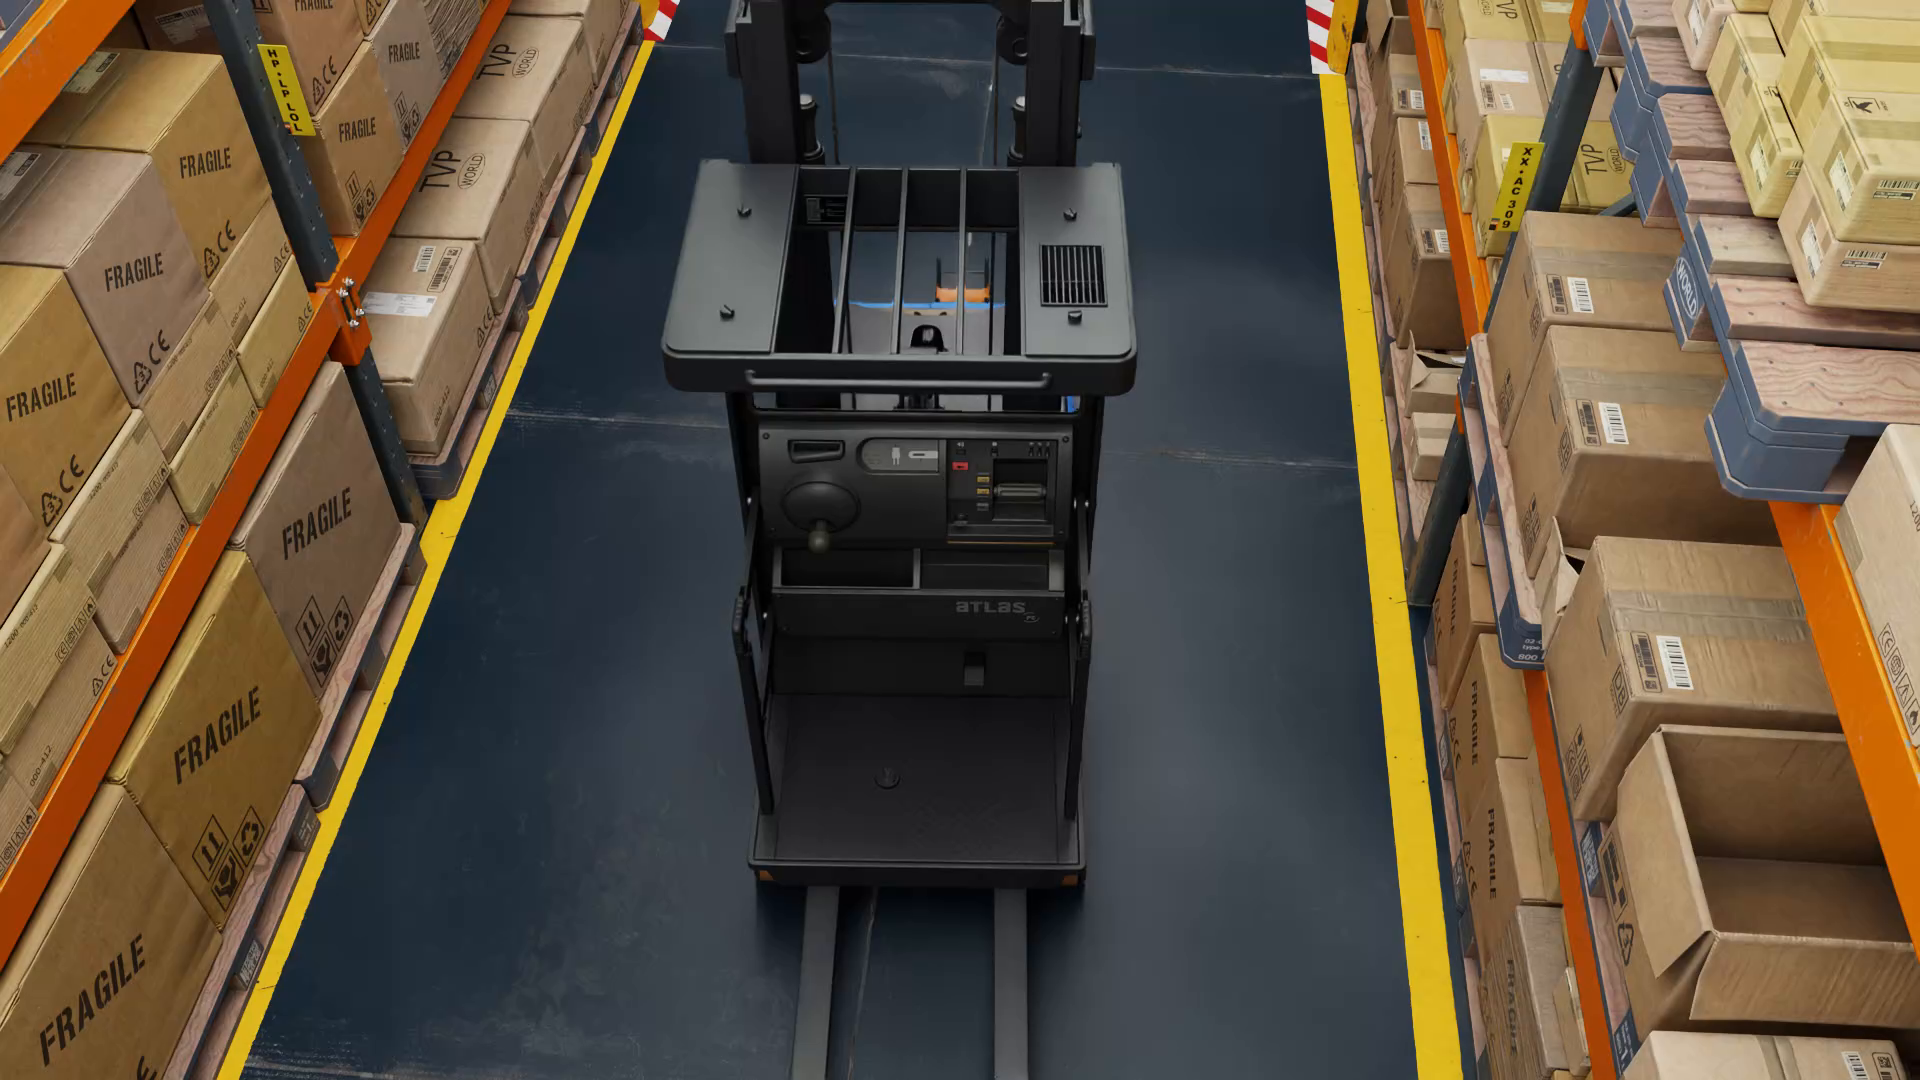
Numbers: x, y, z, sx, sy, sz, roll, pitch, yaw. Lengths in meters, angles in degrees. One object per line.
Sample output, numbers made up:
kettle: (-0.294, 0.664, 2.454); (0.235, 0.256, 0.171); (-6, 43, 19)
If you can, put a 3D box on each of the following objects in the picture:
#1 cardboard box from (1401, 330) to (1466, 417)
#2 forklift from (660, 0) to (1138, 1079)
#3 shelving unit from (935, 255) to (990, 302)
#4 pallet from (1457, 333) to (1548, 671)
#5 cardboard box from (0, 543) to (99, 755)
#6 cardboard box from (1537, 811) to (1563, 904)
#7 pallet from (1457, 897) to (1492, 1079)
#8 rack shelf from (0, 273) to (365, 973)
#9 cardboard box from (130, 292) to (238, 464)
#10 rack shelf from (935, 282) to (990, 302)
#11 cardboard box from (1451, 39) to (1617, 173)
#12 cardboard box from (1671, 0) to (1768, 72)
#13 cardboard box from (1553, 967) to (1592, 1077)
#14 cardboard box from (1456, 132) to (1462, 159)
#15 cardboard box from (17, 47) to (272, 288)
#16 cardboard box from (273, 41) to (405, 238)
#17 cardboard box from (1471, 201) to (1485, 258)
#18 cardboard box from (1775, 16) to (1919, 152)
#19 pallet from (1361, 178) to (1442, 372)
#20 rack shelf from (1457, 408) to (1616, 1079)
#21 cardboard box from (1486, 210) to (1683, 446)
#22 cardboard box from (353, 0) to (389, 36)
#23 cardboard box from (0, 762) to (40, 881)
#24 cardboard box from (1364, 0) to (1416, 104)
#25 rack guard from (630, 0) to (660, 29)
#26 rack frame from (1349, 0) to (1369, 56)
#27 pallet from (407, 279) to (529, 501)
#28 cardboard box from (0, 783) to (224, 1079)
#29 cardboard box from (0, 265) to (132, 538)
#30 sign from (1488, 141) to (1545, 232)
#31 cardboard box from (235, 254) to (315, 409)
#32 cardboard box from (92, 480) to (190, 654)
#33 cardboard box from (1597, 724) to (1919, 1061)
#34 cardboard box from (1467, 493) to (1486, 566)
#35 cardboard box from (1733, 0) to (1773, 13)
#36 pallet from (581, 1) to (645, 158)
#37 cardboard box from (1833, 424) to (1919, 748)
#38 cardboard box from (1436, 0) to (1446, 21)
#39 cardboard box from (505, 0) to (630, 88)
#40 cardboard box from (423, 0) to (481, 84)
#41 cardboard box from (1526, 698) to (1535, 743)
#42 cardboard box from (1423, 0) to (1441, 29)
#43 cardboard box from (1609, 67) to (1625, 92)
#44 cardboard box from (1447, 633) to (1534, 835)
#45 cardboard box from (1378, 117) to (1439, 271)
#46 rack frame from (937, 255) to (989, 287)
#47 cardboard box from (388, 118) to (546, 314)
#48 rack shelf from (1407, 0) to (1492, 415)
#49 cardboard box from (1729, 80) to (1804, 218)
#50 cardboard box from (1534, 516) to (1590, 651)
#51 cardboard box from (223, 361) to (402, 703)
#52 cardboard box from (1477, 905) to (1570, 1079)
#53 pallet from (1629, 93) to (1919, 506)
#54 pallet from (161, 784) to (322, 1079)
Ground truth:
cardboard box: (2.048, -0.674, 6.902); (0.396, 0.266, 0.258); (5, 48, 5)
forklift: (-0.132, -0.056, 4.815); (1.130, 2.935, 3.031); (1, 48, 1)
shelving unit: (0.009, -0.633, 6.617); (0.215, 1.050, 0.252); (1, 48, 1)
pallet: (2.076, -0.118, 4.956); (1.003, 0.211, 1.213); (4, 48, 4)
cardboard box: (-2.593, 0.254, 4.247); (0.500, 0.250, 0.500); (5, 48, 4)
cardboard box: (1.903, 0.929, 4.837); (0.380, 0.149, 0.250); (5, 48, 5)
pallet: (2.112, 1.677, 5.073); (1.003, 0.211, 1.213); (4, 48, 4)
rack shelf: (-2.868, 0.618, 4.639); (1.077, 0.370, 4.000); (4, 48, 4)
cardboard box: (-2.522, -0.504, 4.941); (0.500, 0.250, 0.500); (5, 48, 4)
rack shelf: (0.009, -0.817, 6.416); (0.215, 0.259, 0.240); (1, 48, 1)
cardboard box: (2.092, -1.573, 6.056); (0.500, 0.250, 0.500); (4, 48, 4)
cardboard box: (1.742, -1.113, 3.520); (0.380, 0.149, 0.250); (4, 48, 4)
cardboard box: (1.834, 1.307, 4.492); (0.380, 0.149, 0.250); (2, 48, 2)
cardboard box: (2.087, -1.506, 6.265); (0.380, 0.149, 0.250); (5, 48, 5)
cardboard box: (-2.477, -1.120, 4.996); (0.500, 0.500, 0.500); (5, 48, 5)
cardboard box: (-2.383, -1.455, 5.980); (0.500, 0.500, 0.500); (5, 48, 5)
cardboard box: (2.037, -1.122, 5.914); (0.380, 0.149, 0.250); (5, 48, 5)
cardboard box: (1.744, -0.825, 3.055); (0.380, 0.149, 0.250); (4, 48, 4)
pallet: (2.429, -1.226, 7.728); (1.003, 0.211, 1.213); (4, 48, 4)
rack shelf: (2.075, 0.949, 4.336); (1.077, 0.370, 4.000); (4, 48, 4)
cardboard box: (1.990, -0.598, 4.912); (0.700, 0.500, 0.500); (5, 48, 5)
cardboard box: (-2.349, -2.170, 5.956); (0.500, 0.500, 0.500); (3, 48, 3)
cardboard box: (-2.673, 0.789, 4.097); (0.500, 0.250, 0.500); (5, 48, 5)
cardboard box: (2.472, -2.559, 8.465); (0.797, 0.503, 0.637); (2, 48, 2)
rack guard: (-2.319, -3.208, 9.345); (1.175, 0.500, 0.348); (4, 48, 4)
rack frame: (2.622, -3.703, 8.104); (1.000, 3.000, 0.127); (4, 48, 4)
pallet: (-2.539, -0.707, 7.253); (1.003, 0.211, 1.213); (4, 48, 4)
cardboard box: (-2.820, 1.263, 4.717); (0.875, 0.875, 0.875); (4, 48, 4)
cardboard box: (-2.582, -0.368, 4.309); (0.500, 0.500, 0.500); (5, 48, 5)
sign: (1.716, -1.086, 5.124); (0.100, 0.325, 0.005); (4, 48, 4)
cardboard box: (-2.476, -0.697, 5.456); (0.500, 0.250, 0.500); (3, 48, 3)
cardboard box: (-2.589, 0.047, 4.776); (0.500, 0.250, 0.500); (3, 48, 2)
cardboard box: (1.857, 0.788, 3.642); (0.797, 0.503, 0.637); (3, 48, 3)
cardboard box: (1.959, -0.034, 5.719); (0.380, 0.149, 0.250); (6, 48, 5)
cardboard box: (1.777, -1.201, 3.399); (0.380, 0.149, 0.250); (3, 48, 3)
pallet: (-2.317, -2.500, 8.893); (1.003, 0.211, 1.213); (4, 48, 4)
cardboard box: (1.788, 0.084, 2.709); (0.500, 0.250, 0.500); (4, 48, 4)
cardboard box: (2.198, -2.317, 6.736); (0.500, 0.250, 0.500); (3, 48, 3)
cardboard box: (-2.282, -2.819, 8.747); (0.875, 0.438, 0.875); (2, 48, 2)
cardboard box: (-2.281, -2.190, 6.652); (0.500, 0.500, 0.500); (4, 48, 4)
cardboard box: (1.988, 0.566, 5.169); (0.380, 0.149, 0.250); (3, 48, 3)
cardboard box: (2.148, -2.256, 6.951); (0.380, 0.149, 0.250); (5, 48, 4)
cardboard box: (2.610, -1.528, 6.015); (0.500, 0.250, 0.500); (3, 48, 3)
cardboard box: (1.950, 0.671, 5.513); (0.500, 0.500, 0.500); (3, 48, 3)
cardboard box: (2.207, -1.550, 7.544); (0.500, 0.500, 0.500); (5, 48, 4)
rack frame: (0.011, -0.723, 6.700); (0.200, 1.050, 0.008); (1, 48, 1)
cardboard box: (-2.441, -1.483, 7.526); (0.875, 0.438, 0.875); (3, 48, 2)
rack shelf: (2.439, -1.990, 7.025); (1.077, 0.370, 4.000); (4, 48, 4)
cardboard box: (1.711, -0.737, 3.176); (0.380, 0.149, 0.250); (5, 48, 4)
cardboard box: (1.748, 0.136, 4.400); (0.396, 0.266, 0.258); (6, 48, 5)
cardboard box: (-2.663, -0.058, 5.925); (0.875, 0.875, 0.875); (5, 48, 5)
cardboard box: (1.847, 1.418, 4.830); (0.500, 0.500, 0.500); (2, 48, 2)
pallet: (2.036, -0.475, 3.246); (1.213, 0.211, 1.003); (4, 48, 4)
pallet: (-2.790, 1.318, 5.402); (1.003, 0.211, 1.213); (4, 48, 4)
